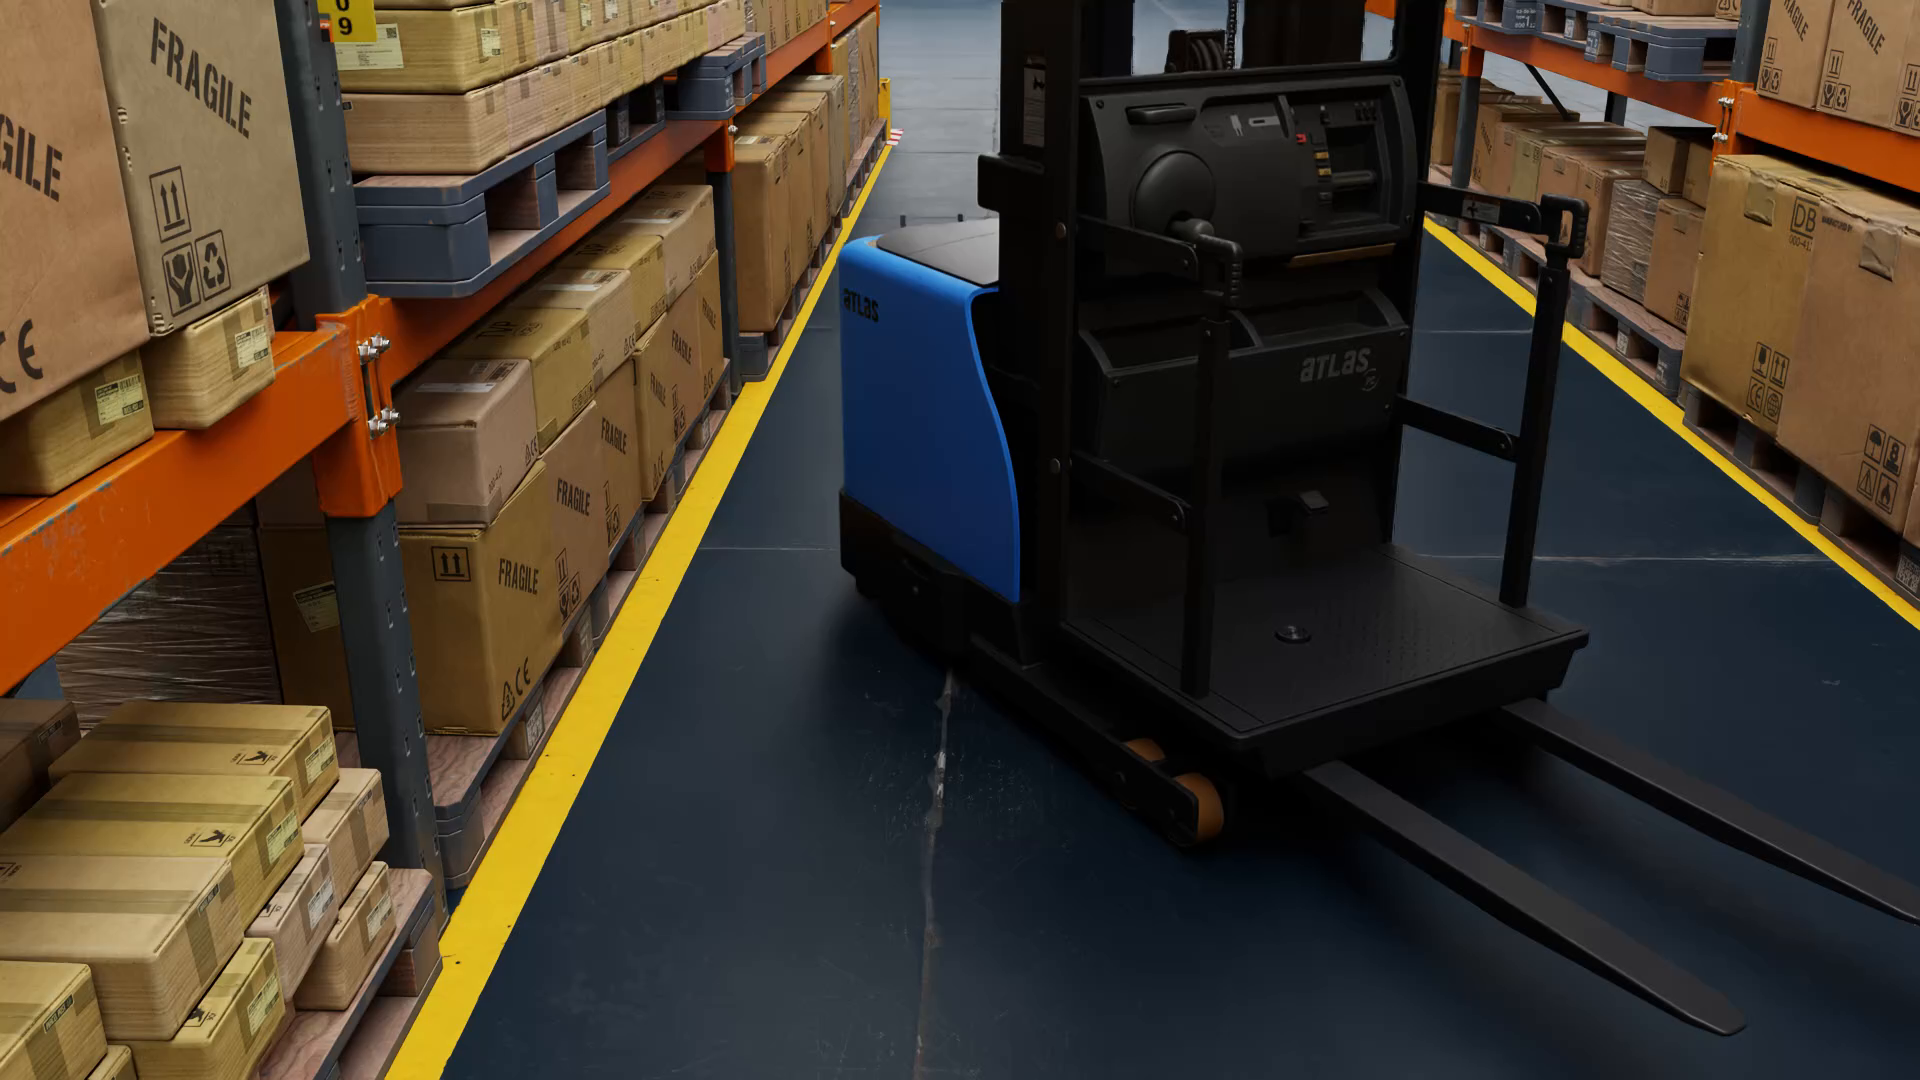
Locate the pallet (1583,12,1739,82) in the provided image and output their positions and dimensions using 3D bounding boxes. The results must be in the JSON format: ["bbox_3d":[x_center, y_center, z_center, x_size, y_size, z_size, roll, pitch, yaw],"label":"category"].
[{"bbox_3d":[3.425,-2.109,7.082,1.213,0.211,1.003,1,21,2],"label":"pallet"}]

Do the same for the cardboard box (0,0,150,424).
[{"bbox_3d":[-1.316,-0.404,1.873,0.500,0.500,0.500,0,21,0],"label":"cardboard box"}]

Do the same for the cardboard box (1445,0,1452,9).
[{"bbox_3d":[3.325,-3.621,11.062,0.380,0.149,0.250,1,21,2],"label":"cardboard box"}]

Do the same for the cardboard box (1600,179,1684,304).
[{"bbox_3d":[3.514,-1.422,7.895,0.700,0.500,0.500,-1,21,-3],"label":"cardboard box"}]

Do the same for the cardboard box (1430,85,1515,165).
[{"bbox_3d":[3.634,-2.993,11.970,0.500,0.500,0.500,-1,21,-3],"label":"cardboard box"}]

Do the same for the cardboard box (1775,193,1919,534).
[{"bbox_3d":[3.433,-0.573,5.216,1.225,0.875,0.875,1,21,2],"label":"cardboard box"}]

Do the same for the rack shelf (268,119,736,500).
[{"bbox_3d":[-1.505,-0.972,4.882,1.077,0.370,4.000,1,21,2],"label":"rack shelf"}]

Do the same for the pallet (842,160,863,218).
[{"bbox_3d":[-1.222,-2.451,11.553,1.003,0.211,1.213,1,21,2],"label":"pallet"}]

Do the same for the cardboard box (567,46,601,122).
[{"bbox_3d":[-1.072,-1.082,3.937,0.380,0.149,0.250,1,21,2],"label":"cardboard box"}]

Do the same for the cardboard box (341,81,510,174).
[{"bbox_3d":[-1.095,-0.800,3.211,0.380,0.149,0.250,0,21,-1],"label":"cardboard box"}]

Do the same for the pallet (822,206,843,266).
[{"bbox_3d":[-1.271,-1.897,10.126,1.003,0.211,1.213,1,21,2],"label":"pallet"}]

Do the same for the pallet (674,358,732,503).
[{"bbox_3d":[-1.470,-0.448,6.391,1.003,0.211,1.213,1,21,2],"label":"pallet"}]

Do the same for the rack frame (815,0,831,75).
[{"bbox_3d":[-1.323,-3.477,10.343,1.000,3.000,0.127,1,21,2],"label":"rack frame"}]

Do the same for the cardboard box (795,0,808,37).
[{"bbox_3d":[-1.102,-2.966,8.889,0.500,0.500,0.500,1,21,2],"label":"cardboard box"}]

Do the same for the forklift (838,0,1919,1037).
[{"bbox_3d":[0.808,-0.865,3.705,1.130,2.935,3.031,-12,24,-28],"label":"forklift"}]

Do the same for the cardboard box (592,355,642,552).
[{"bbox_3d":[-1.262,-0.260,4.927,0.500,0.500,0.500,1,21,3],"label":"cardboard box"}]

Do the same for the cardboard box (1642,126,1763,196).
[{"bbox_3d":[3.506,-1.763,7.737,0.500,0.250,0.500,3,21,8],"label":"cardboard box"}]

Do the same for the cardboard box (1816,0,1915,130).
[{"bbox_3d":[3.210,-1.627,5.436,0.500,0.500,0.500,0,21,0],"label":"cardboard box"}]

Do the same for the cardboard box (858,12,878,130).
[{"bbox_3d":[-1.156,-3.882,13.745,0.875,0.875,0.875,1,21,2],"label":"cardboard box"}]

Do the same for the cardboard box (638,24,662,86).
[{"bbox_3d":[-1.049,-1.363,4.663,0.380,0.149,0.250,0,21,-1],"label":"cardboard box"}]

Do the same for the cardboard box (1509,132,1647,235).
[{"bbox_3d":[3.558,-2.031,9.465,0.700,0.500,0.500,1,21,1],"label":"cardboard box"}]

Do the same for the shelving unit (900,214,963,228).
[{"bbox_3d":[-0.080,-0.505,5.379,0.215,1.050,0.252,-2,21,-5],"label":"shelving unit"}]

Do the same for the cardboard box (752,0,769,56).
[{"bbox_3d":[-1.148,-2.420,7.482,0.500,0.500,0.500,0,21,1],"label":"cardboard box"}]

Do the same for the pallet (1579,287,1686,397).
[{"bbox_3d":[3.535,-0.922,7.613,1.003,0.211,1.213,1,21,2],"label":"pallet"}]

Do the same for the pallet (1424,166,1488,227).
[{"bbox_3d":[3.617,-2.329,11.239,1.003,0.211,1.213,1,21,2],"label":"pallet"}]

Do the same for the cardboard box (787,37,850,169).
[{"bbox_3d":[-1.234,-2.909,11.235,0.875,0.875,0.875,1,21,2],"label":"cardboard box"}]

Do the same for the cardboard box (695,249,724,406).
[{"bbox_3d":[-1.203,-0.820,6.371,0.500,0.500,0.500,1,21,1],"label":"cardboard box"}]

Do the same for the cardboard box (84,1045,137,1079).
[{"bbox_3d":[-1.350,0.812,2.238,0.380,0.149,0.250,1,21,2],"label":"cardboard box"}]

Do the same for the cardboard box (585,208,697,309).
[{"bbox_3d":[-1.208,-0.978,5.740,0.500,0.250,0.500,1,21,2],"label":"cardboard box"}]

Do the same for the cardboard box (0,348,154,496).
[{"bbox_3d":[-1.308,-0.171,2.170,0.380,0.149,0.250,1,21,4],"label":"cardboard box"}]

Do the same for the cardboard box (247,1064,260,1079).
[{"bbox_3d":[-1.273,0.884,2.465,0.380,0.149,0.250,0,21,0],"label":"cardboard box"}]

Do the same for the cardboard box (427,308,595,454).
[{"bbox_3d":[-1.266,-0.421,4.306,0.500,0.250,0.500,1,21,3],"label":"cardboard box"}]

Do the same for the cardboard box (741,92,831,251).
[{"bbox_3d":[-1.285,-2.049,9.194,1.050,0.750,0.750,1,21,2],"label":"cardboard box"}]

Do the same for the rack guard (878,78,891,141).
[{"bbox_3d":[-1.201,-3.766,14.545,1.175,0.500,0.348,1,21,2],"label":"rack guard"}]

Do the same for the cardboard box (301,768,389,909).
[{"bbox_3d":[-1.258,0.528,2.971,0.380,0.149,0.250,1,21,3],"label":"cardboard box"}]

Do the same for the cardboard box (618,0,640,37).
[{"bbox_3d":[-1.060,-1.413,4.380,0.380,0.149,0.250,0,21,1],"label":"cardboard box"}]

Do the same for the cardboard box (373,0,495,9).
[{"bbox_3d":[-1.095,-1.078,3.104,0.380,0.149,0.250,2,21,4],"label":"cardboard box"}]

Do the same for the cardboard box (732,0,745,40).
[{"bbox_3d":[-1.000,-1.926,6.112,0.380,0.149,0.250,1,21,3],"label":"cardboard box"}]

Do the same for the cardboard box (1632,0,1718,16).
[{"bbox_3d":[3.403,-2.580,7.314,0.700,0.500,0.500,4,22,10],"label":"cardboard box"}]

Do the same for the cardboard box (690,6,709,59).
[{"bbox_3d":[-1.028,-1.653,5.409,0.380,0.149,0.250,0,21,1],"label":"cardboard box"}]

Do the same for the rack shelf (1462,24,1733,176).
[{"bbox_3d":[3.571,-2.327,8.374,1.077,0.370,4.000,1,21,2],"label":"rack shelf"}]

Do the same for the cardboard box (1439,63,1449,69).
[{"bbox_3d":[3.718,-3.637,13.630,0.500,0.500,0.500,5,22,12],"label":"cardboard box"}]

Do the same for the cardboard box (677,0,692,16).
[{"bbox_3d":[-1.034,-1.692,5.099,0.380,0.149,0.250,0,21,1],"label":"cardboard box"}]

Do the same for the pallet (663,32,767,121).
[{"bbox_3d":[-1.360,-1.682,5.983,1.213,0.211,1.003,1,21,2],"label":"pallet"}]

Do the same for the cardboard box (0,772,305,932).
[{"bbox_3d":[-1.285,0.496,2.642,0.380,0.149,0.250,1,21,2],"label":"cardboard box"}]

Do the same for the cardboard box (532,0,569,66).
[{"bbox_3d":[-1.081,-1.126,3.640,0.380,0.149,0.250,1,21,3],"label":"cardboard box"}]

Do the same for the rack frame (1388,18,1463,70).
[{"bbox_3d":[3.753,-4.832,13.835,1.000,3.000,0.127,1,21,2],"label":"rack frame"}]

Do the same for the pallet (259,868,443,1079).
[{"bbox_3d":[-1.551,0.959,2.765,1.003,0.211,1.213,1,21,2],"label":"pallet"}]
